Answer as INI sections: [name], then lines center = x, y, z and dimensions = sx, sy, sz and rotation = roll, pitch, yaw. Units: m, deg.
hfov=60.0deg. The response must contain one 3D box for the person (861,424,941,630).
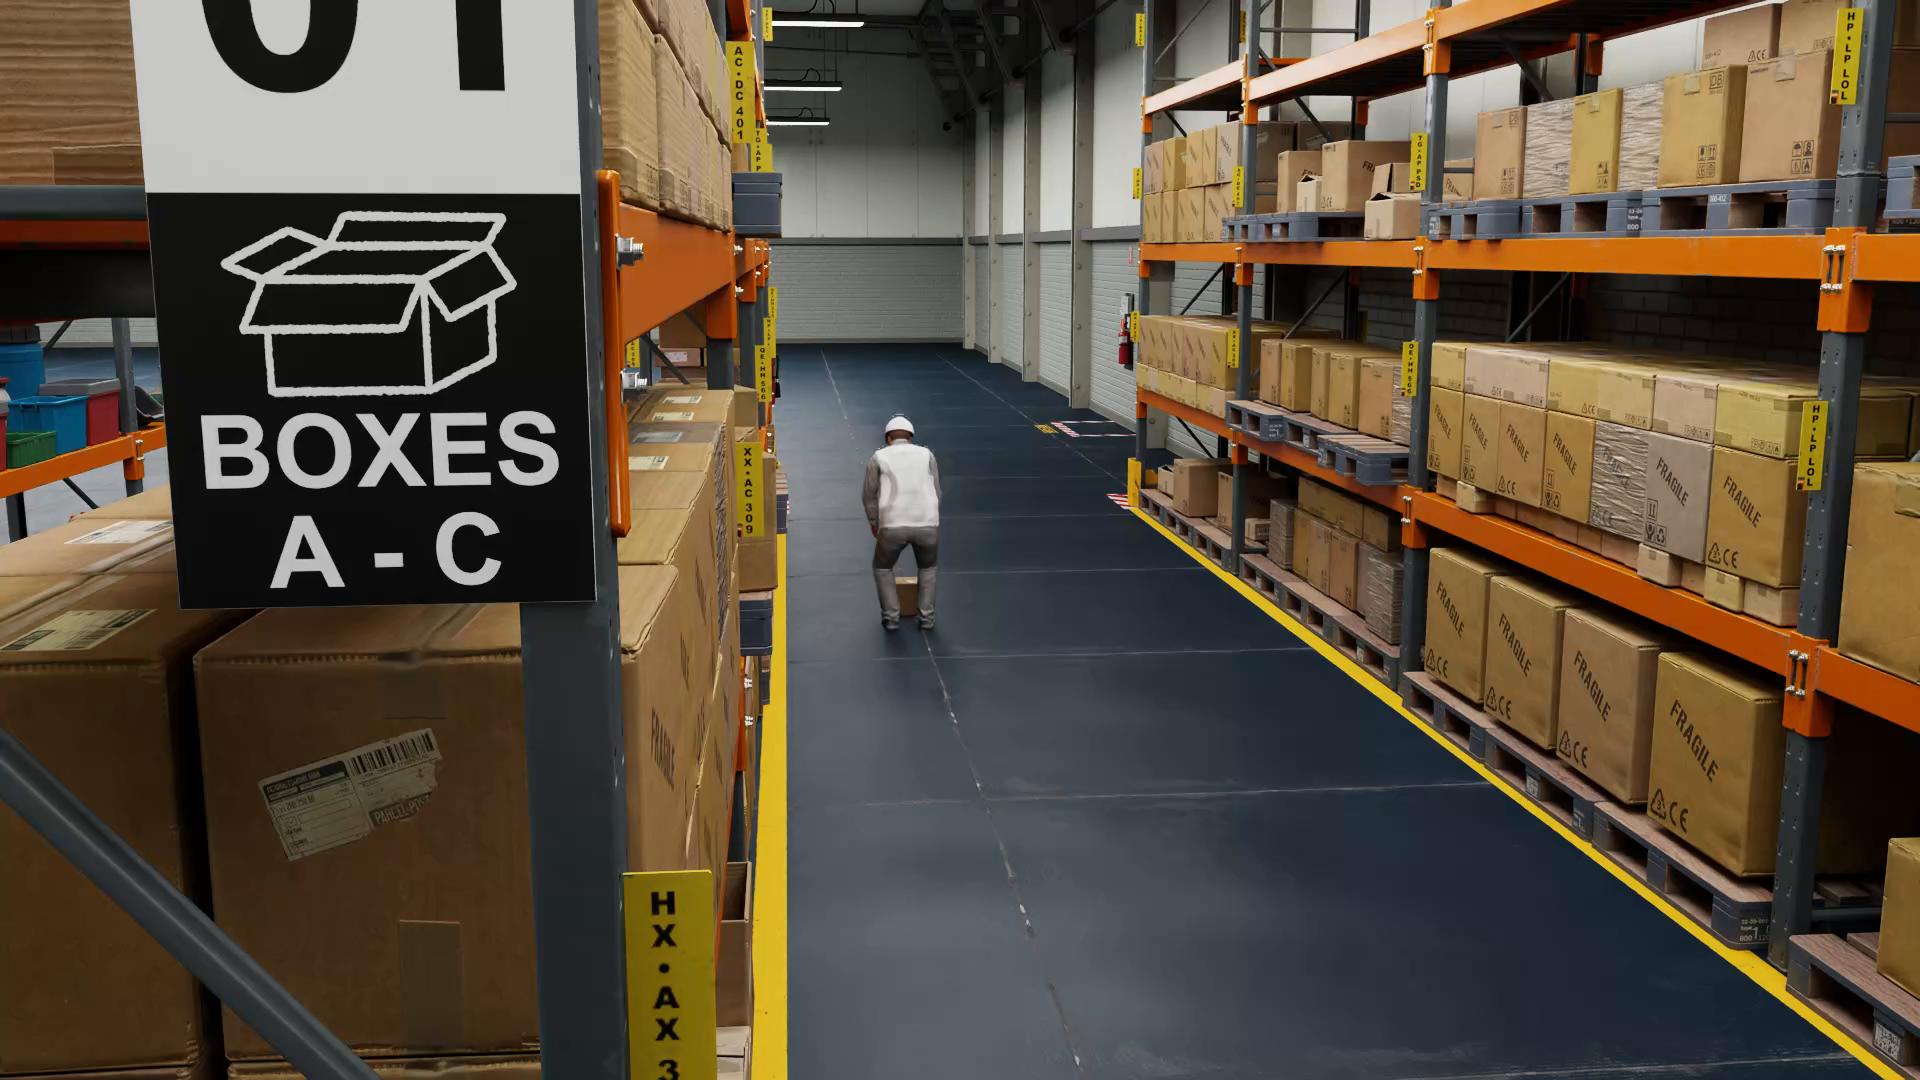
[person]
center = -0.427, -0.097, 12.255
dimensions = 0.591, 1.478, 0.724
rotation = -1, 10, -6
